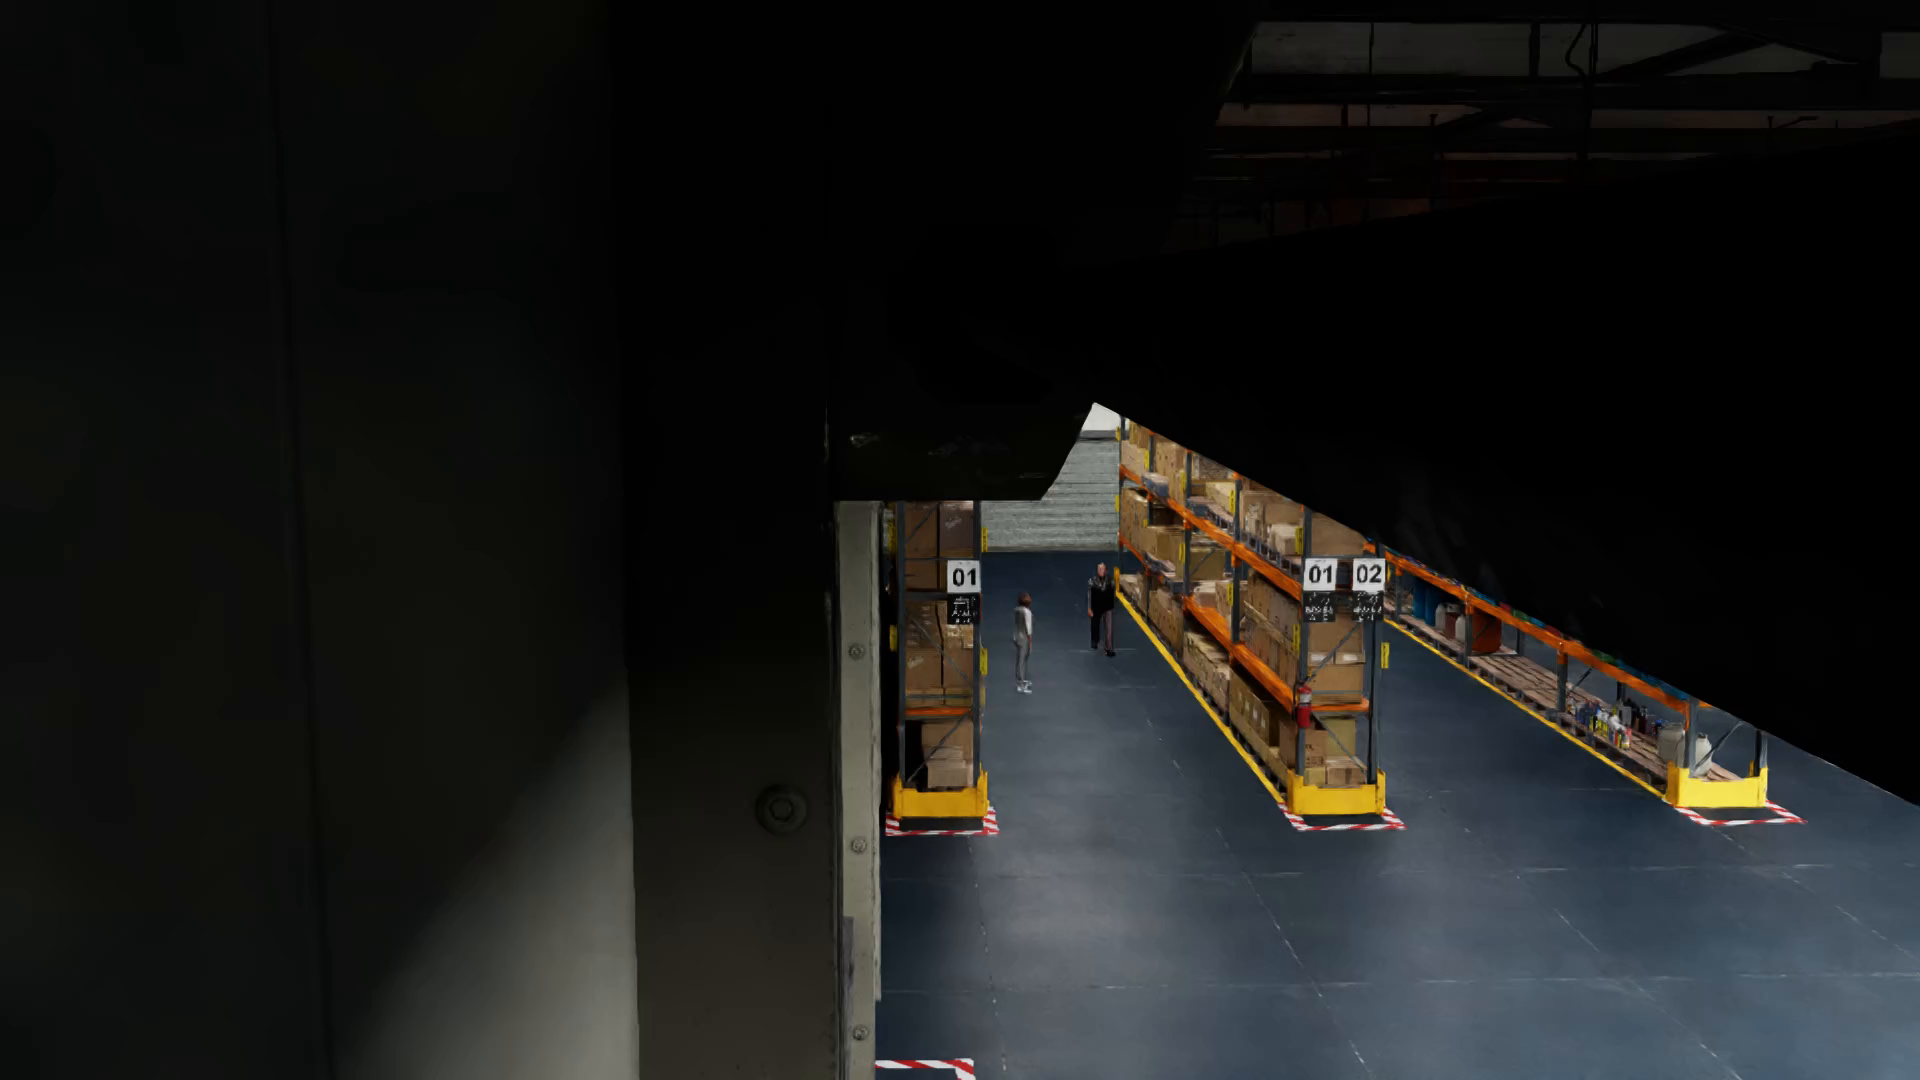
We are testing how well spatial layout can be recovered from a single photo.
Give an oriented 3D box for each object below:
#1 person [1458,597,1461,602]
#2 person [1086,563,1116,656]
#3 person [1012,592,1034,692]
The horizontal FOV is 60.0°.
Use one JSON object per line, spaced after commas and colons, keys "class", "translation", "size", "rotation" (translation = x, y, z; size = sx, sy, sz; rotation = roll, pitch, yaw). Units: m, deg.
{"class": "person", "translation": [10.335, 0.671, 33.868], "size": [0.607, 1.613, 0.664], "rotation": [-2, 8, -12]}
{"class": "person", "translation": [2.527, 1.219, 29.843], "size": [0.543, 1.648, 1.115], "rotation": [0, 8, 0]}
{"class": "person", "translation": [1.059, 1.643, 27.053], "size": [0.420, 1.601, 0.506], "rotation": [-4, 9, -27]}
